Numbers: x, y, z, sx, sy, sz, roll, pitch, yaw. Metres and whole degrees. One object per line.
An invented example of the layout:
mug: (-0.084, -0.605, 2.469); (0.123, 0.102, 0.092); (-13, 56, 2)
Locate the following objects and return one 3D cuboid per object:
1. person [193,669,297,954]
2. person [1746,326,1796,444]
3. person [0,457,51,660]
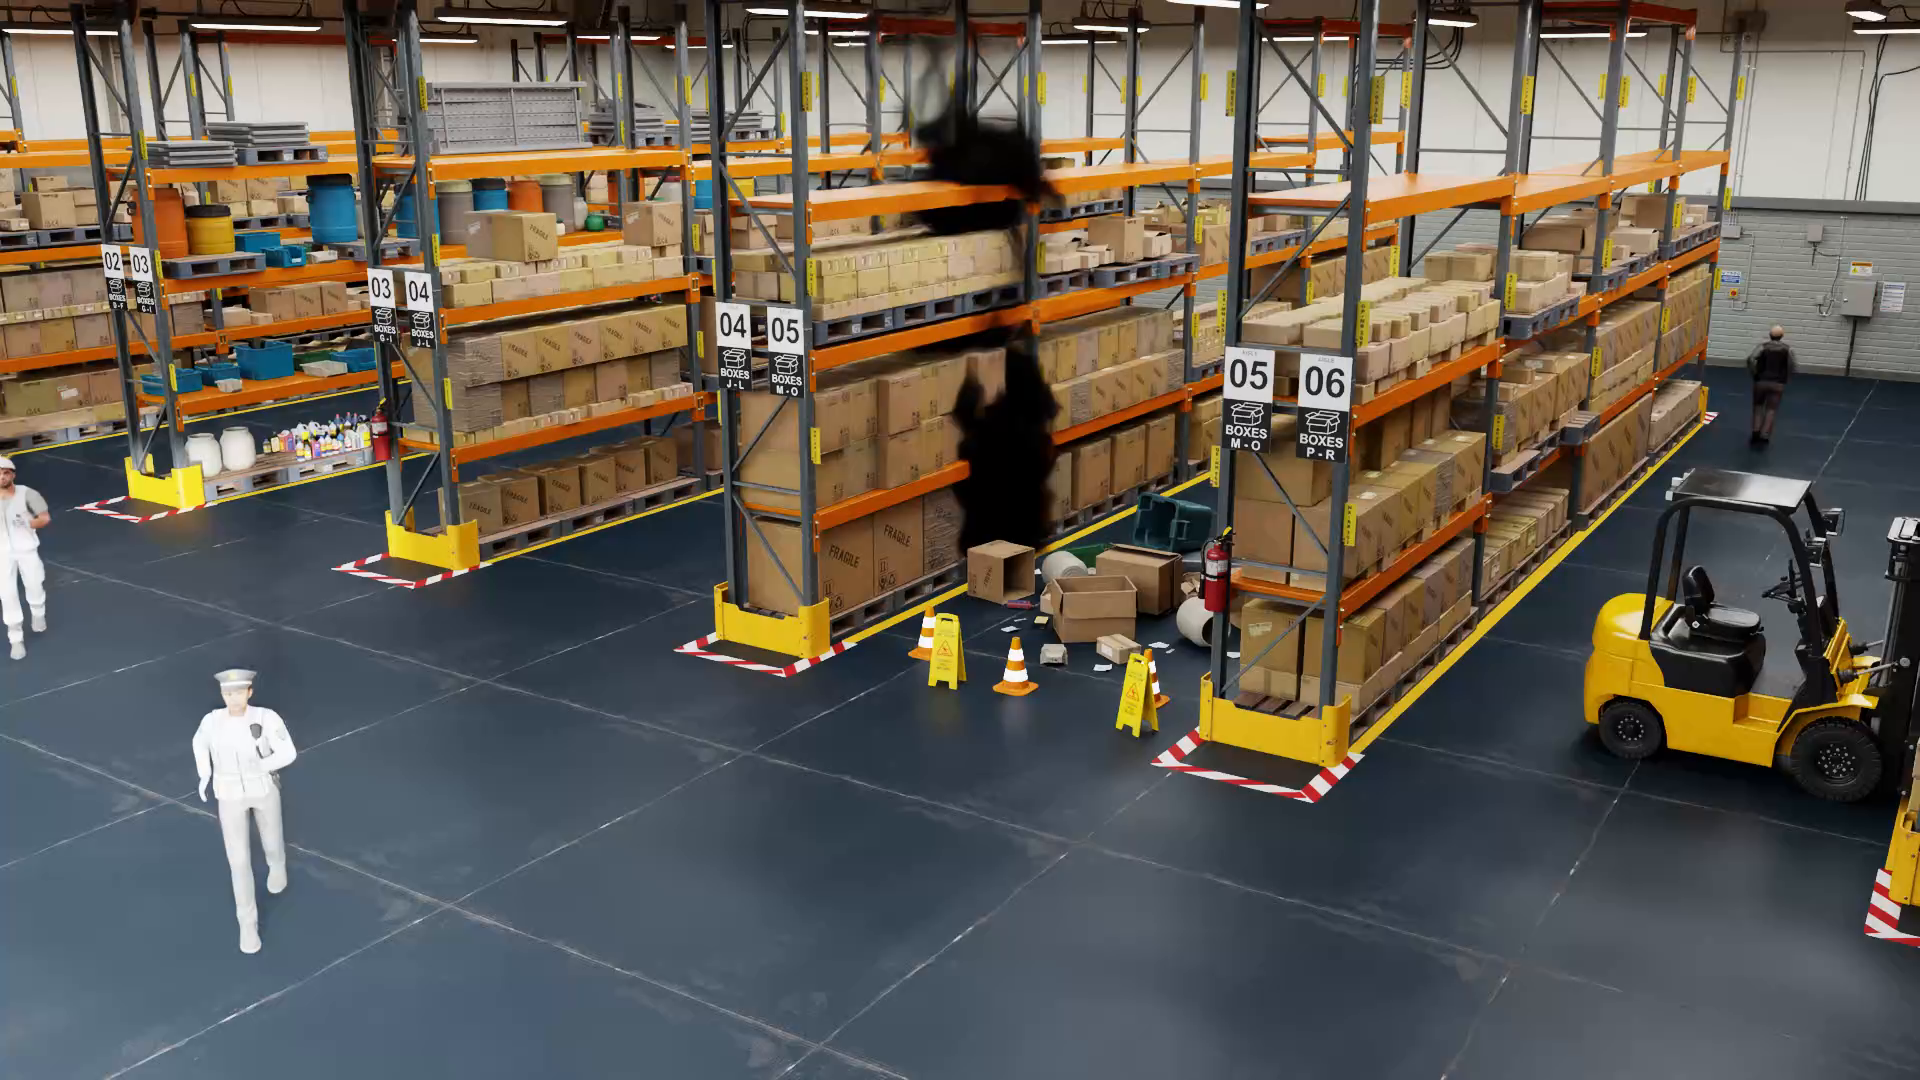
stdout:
person: (-4.408, 1.580, 10.306); (0.610, 1.687, 0.936); (-5, 16, -18)
person: (11.672, -2.218, 24.005); (0.637, 1.763, 0.711); (9, 18, 28)
person: (-8.733, 0.110, 15.369); (0.661, 1.786, 0.979); (-7, 17, -25)
